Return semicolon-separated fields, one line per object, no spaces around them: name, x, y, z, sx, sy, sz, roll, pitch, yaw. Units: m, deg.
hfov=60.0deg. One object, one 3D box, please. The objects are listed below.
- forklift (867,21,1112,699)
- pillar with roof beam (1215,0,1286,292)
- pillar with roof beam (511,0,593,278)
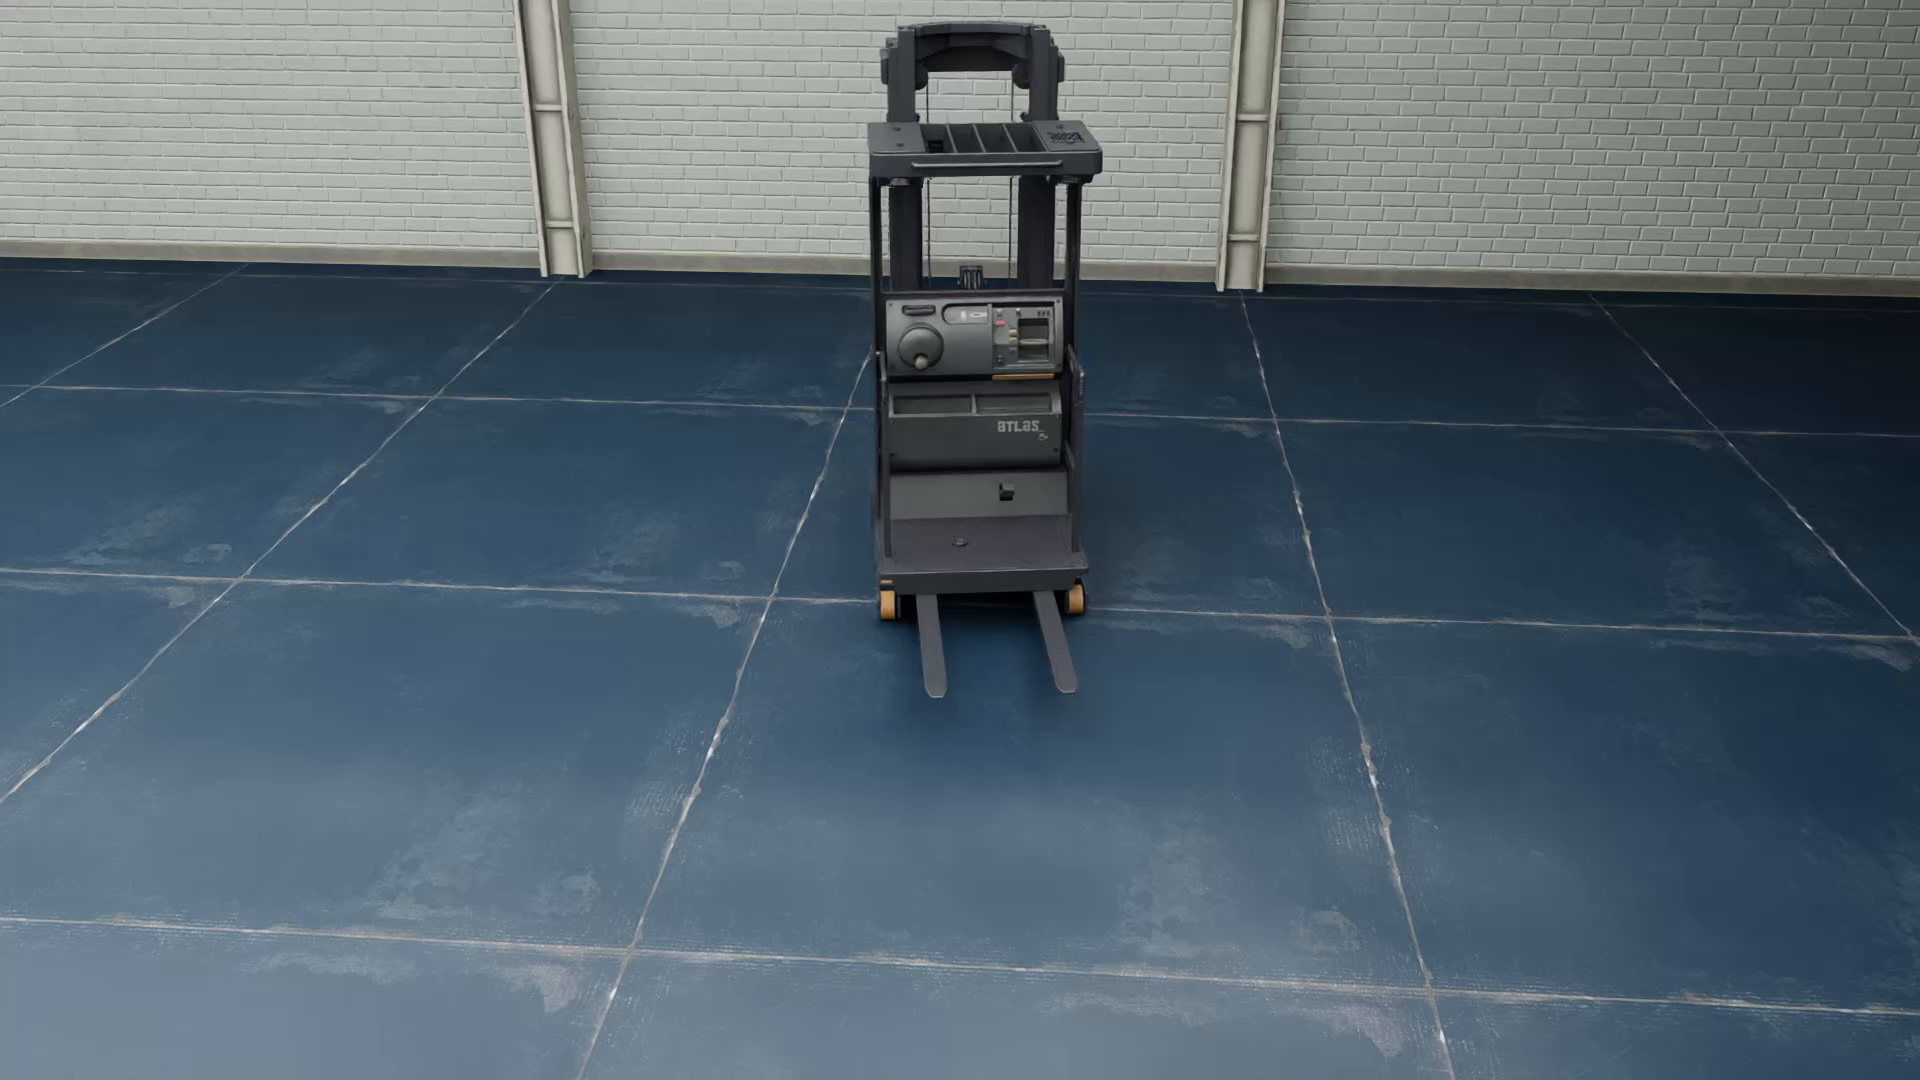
forklift;0.122;-1.047;8.519;1.130;2.935;3.031;-3;25;-6
pillar with roof beam;2.116;-4.515;8.797;0.400;9.000;9.100;2;25;4
pillar with roof beam;-3.866;-4.707;9.214;0.400;9.000;9.100;2;25;4
